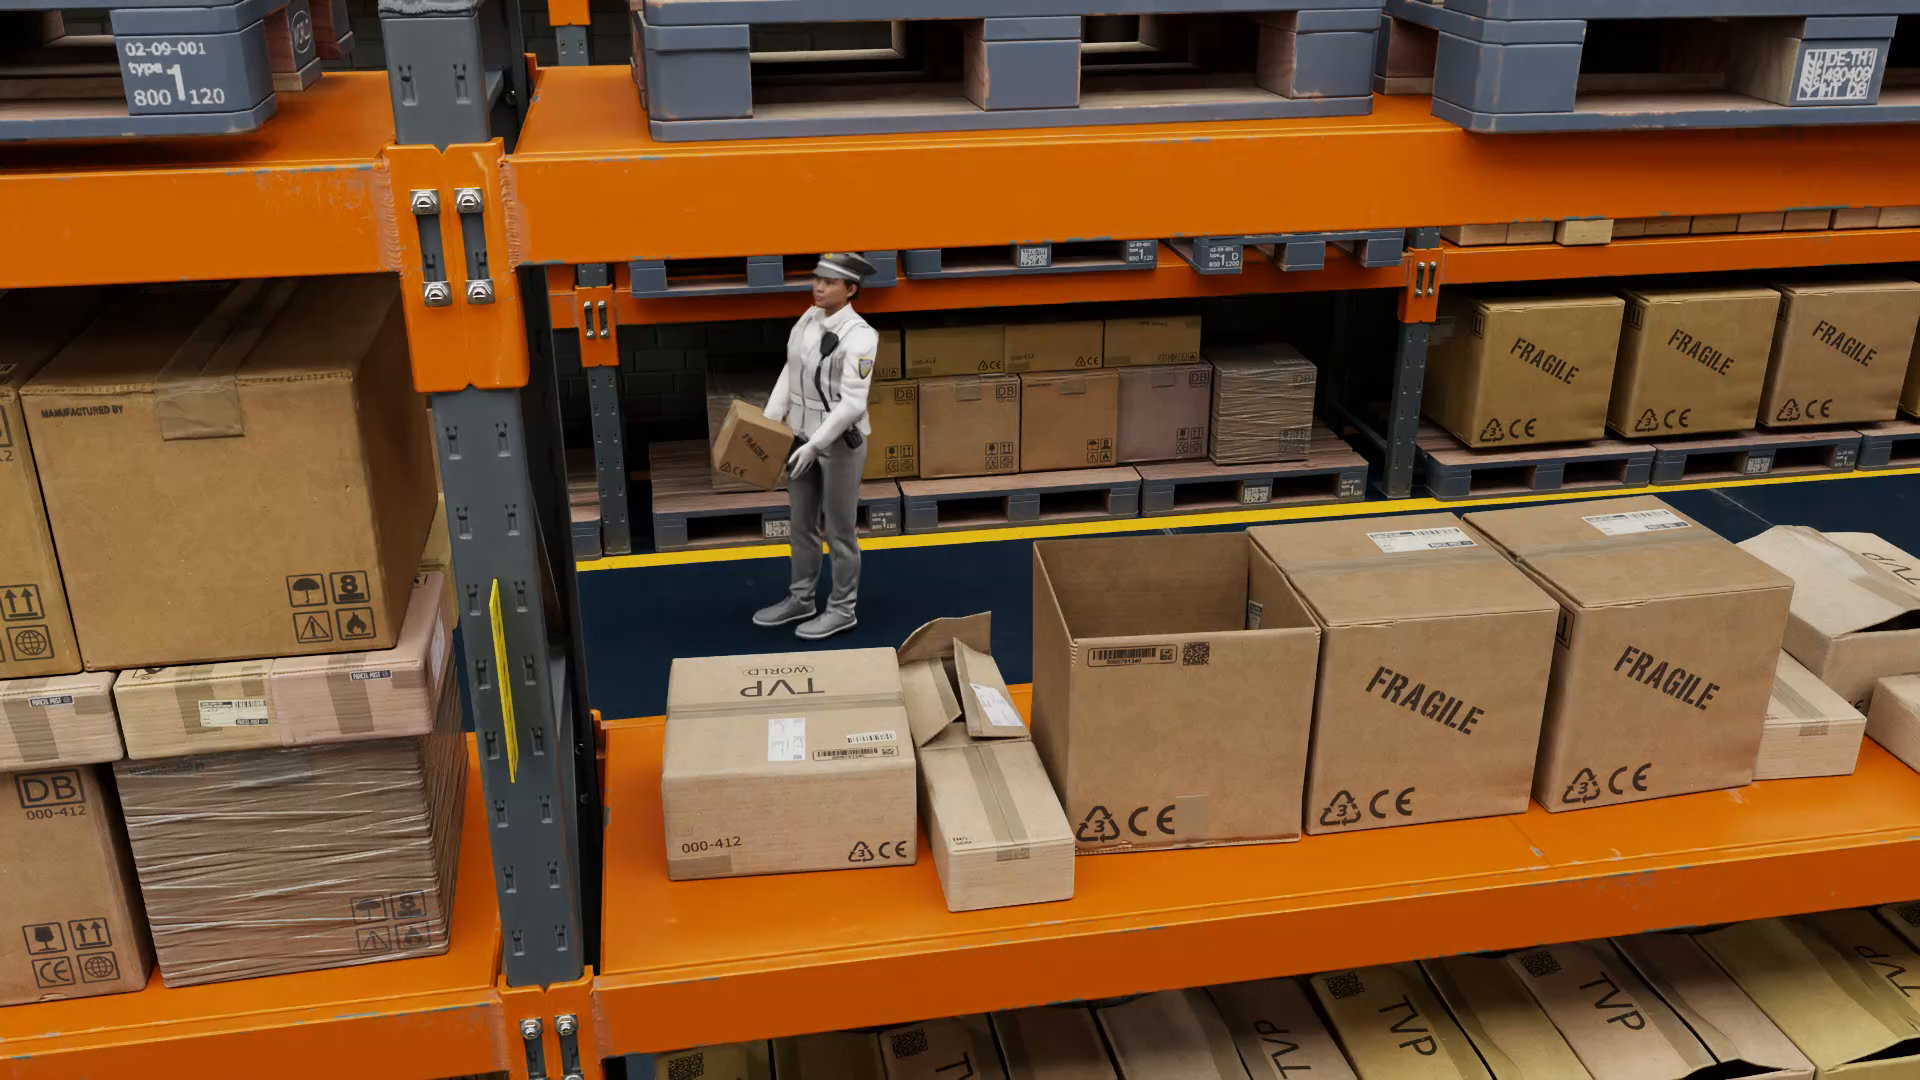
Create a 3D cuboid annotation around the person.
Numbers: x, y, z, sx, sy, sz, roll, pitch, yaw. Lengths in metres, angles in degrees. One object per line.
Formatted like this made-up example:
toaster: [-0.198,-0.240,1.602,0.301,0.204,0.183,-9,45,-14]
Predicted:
person: [-0.592,-0.400,6.966,0.514,1.703,0.527,-20,31,-39]
